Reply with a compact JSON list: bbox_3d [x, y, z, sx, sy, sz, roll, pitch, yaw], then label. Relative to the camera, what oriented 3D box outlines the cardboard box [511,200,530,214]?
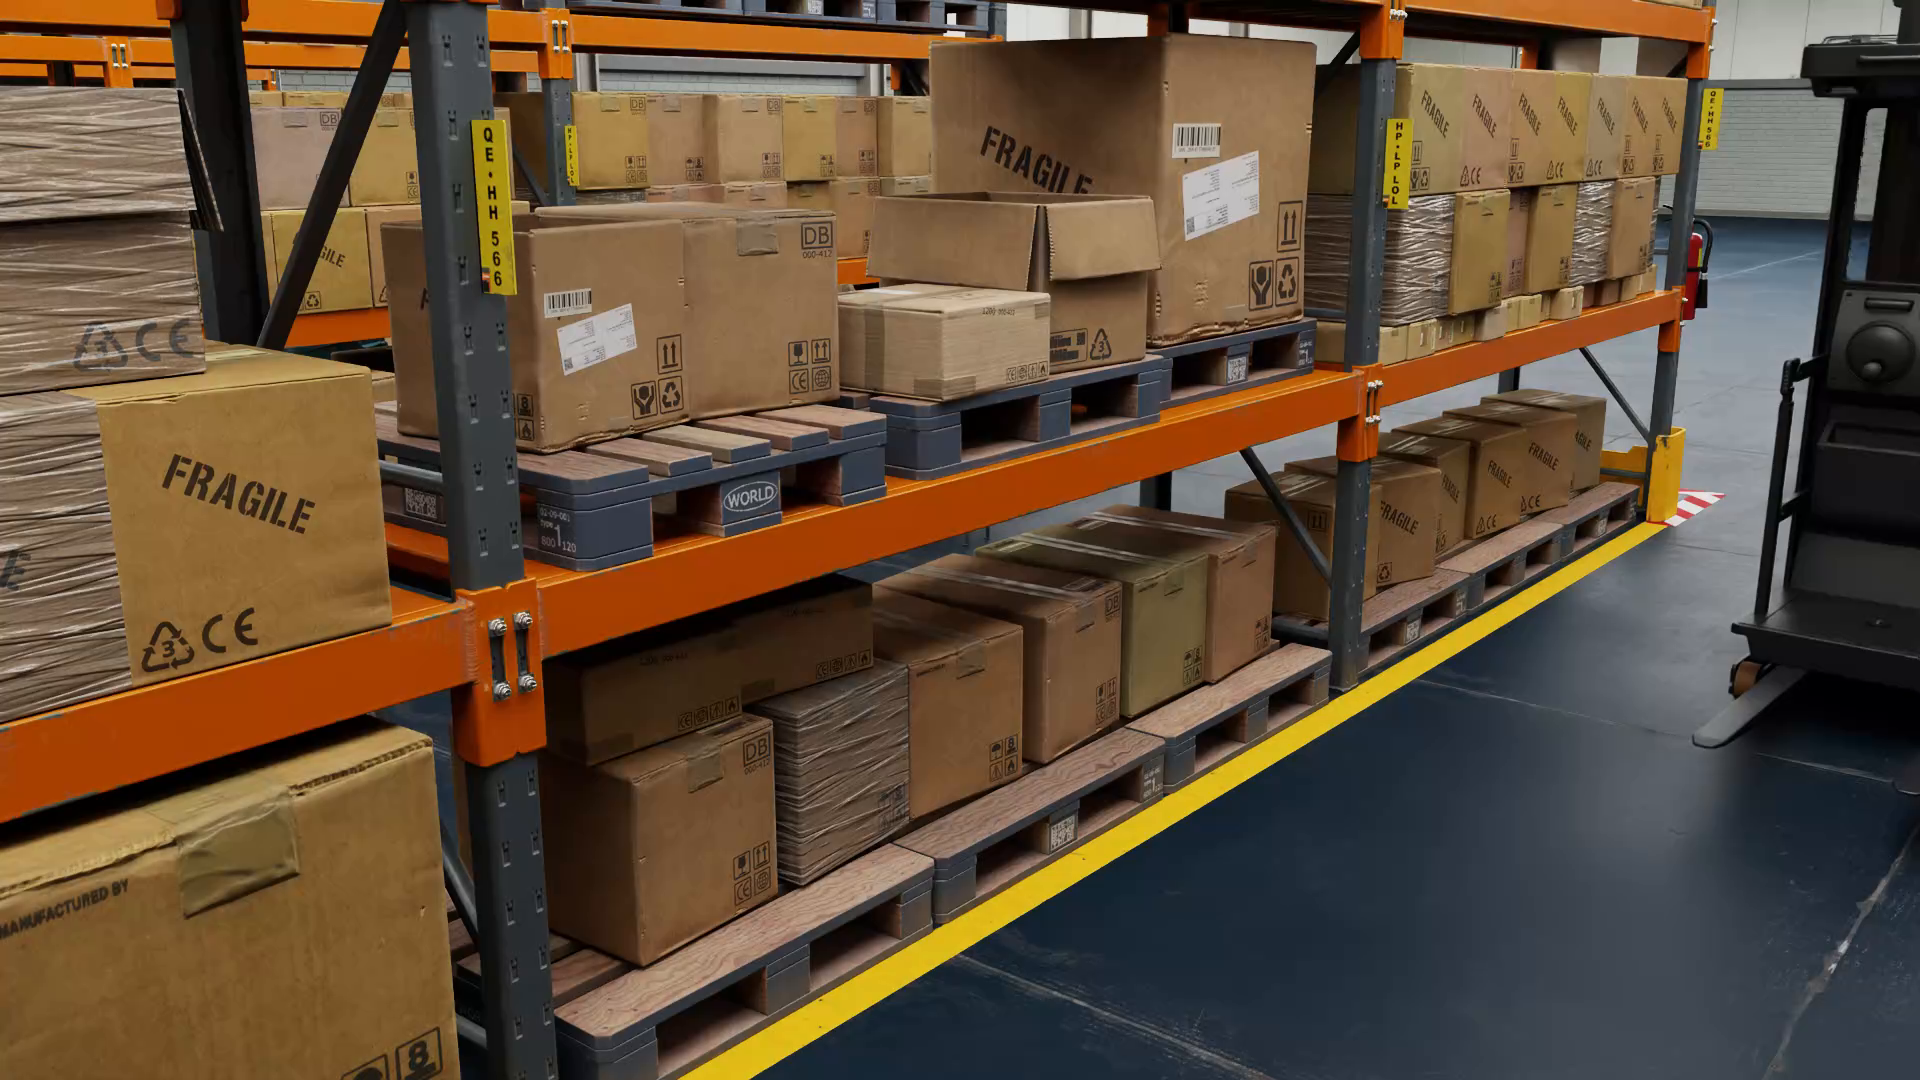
[{"bbox_3d":[-2.721,-1.616,9.189,0.500,0.500,0.500,11,18,37],"label":"cardboard box"}]

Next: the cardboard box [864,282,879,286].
[{"bbox_3d":[-0.462,-1.509,12.431,0.875,0.875,0.875,11,18,38],"label":"cardboard box"}]

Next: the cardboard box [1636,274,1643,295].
[{"bbox_3d":[3.531,-1.432,9.178,0.380,0.149,0.250,11,18,38],"label":"cardboard box"}]

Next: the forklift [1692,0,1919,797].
[{"bbox_3d":[3.690,-0.753,6.136,1.130,2.935,3.031,12,19,39],"label":"forklift"}]

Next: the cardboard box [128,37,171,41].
[{"bbox_3d":[-6.124,-3.810,12.445,0.380,0.149,0.250,11,18,37],"label":"cardboard box"}]

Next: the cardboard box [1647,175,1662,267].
[{"bbox_3d":[3.340,-1.780,9.228,0.875,0.500,0.500,11,18,38],"label":"cardboard box"}]

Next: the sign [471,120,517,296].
[{"bbox_3d":[-0.887,-0.632,3.166,0.100,0.325,0.005,11,18,38],"label":"sign"}]

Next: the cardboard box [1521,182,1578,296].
[{"bbox_3d":[2.448,-1.482,8.058,0.875,0.500,0.500,11,18,38],"label":"cardboard box"}]

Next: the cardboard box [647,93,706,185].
[{"bbox_3d":[-2.087,-2.494,10.349,0.875,0.550,0.550,11,18,38],"label":"cardboard box"}]

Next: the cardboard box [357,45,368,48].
[{"bbox_3d":[-4.938,-4.141,13.749,0.380,0.149,0.250,11,18,37],"label":"cardboard box"}]

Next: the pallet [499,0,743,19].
[{"bbox_3d":[-2.079,-3.275,10.009,1.003,0.211,1.213,11,18,38],"label":"pallet"}]

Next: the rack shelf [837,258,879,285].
[{"bbox_3d":[-1.344,-1.743,11.354,1.077,0.370,4.000,11,18,38],"label":"rack shelf"}]

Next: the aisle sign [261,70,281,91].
[{"bbox_3d":[-7.594,-5.216,18.283,0.394,0.787,0.004,11,18,38],"label":"aisle sign"}]

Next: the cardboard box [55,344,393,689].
[{"bbox_3d":[-1.438,-0.072,3.109,0.500,0.500,0.500,12,19,39],"label":"cardboard box"}]

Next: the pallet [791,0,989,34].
[{"bbox_3d":[-0.545,-3.742,11.849,1.003,0.211,1.213,11,18,38],"label":"pallet"}]

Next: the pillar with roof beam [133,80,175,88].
[{"bbox_3d":[-5.654,-6.237,15.396,9.100,9.000,0.400,11,18,38],"label":"pillar with roof beam"}]

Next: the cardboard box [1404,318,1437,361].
[{"bbox_3d":[1.730,-0.841,6.850,0.380,0.149,0.250,11,18,38],"label":"cardboard box"}]

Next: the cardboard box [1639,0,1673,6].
[{"bbox_3d":[3.290,-2.841,8.428,0.500,0.250,0.500,11,18,38],"label":"cardboard box"}]

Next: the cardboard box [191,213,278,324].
[{"bbox_3d":[-3.673,-1.325,8.043,0.500,0.500,0.500,11,18,37],"label":"cardboard box"}]

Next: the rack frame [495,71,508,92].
[{"bbox_3d":[-4.001,-3.222,15.712,1.000,3.000,0.127,11,18,38],"label":"rack frame"}]

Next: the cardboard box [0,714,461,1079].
[{"bbox_3d":[-1.771,0.799,3.347,1.225,0.875,0.875,10,17,35],"label":"cardboard box"}]

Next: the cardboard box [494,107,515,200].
[{"bbox_3d":[-2.908,-2.146,9.244,0.700,0.500,0.500,11,18,37],"label":"cardboard box"}]

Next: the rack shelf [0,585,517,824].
[{"bbox_3d":[-2.578,0.576,2.225,1.077,0.370,4.000,11,18,38],"label":"rack shelf"}]

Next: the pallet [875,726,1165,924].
[{"bbox_3d":[-0.061,0.814,5.492,1.003,0.211,1.213,11,18,38],"label":"pallet"}]

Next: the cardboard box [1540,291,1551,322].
[{"bbox_3d":[2.617,-1.139,8.025,0.380,0.149,0.250,11,18,38],"label":"cardboard box"}]

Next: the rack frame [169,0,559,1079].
[{"bbox_3d":[-1.321,-0.156,3.644,1.000,3.000,0.127,11,18,38],"label":"rack frame"}]

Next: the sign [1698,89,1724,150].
[{"bbox_3d":[4.127,-2.313,9.141,0.100,0.325,0.005,11,18,38],"label":"sign"}]

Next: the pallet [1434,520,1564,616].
[{"bbox_3d":[2.354,0.061,8.455,1.003,0.211,1.213,11,18,38],"label":"pallet"}]

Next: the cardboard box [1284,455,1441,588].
[{"bbox_3d":[1.830,-0.095,7.629,0.500,0.500,0.500,-9,17,-32],"label":"cardboard box"}]

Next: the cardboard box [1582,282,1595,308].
[{"bbox_3d":[3.056,-1.289,8.615,0.380,0.149,0.250,11,18,38],"label":"cardboard box"}]

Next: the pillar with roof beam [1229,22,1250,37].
[{"bbox_3d":[9.430,-10.833,33.489,9.100,9.000,0.400,11,18,38],"label":"pillar with roof beam"}]

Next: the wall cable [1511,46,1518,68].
[{"bbox_3d":[12.733,-11.503,42.432,3.097,2.526,0.112,11,18,38],"label":"wall cable"}]

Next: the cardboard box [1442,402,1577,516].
[{"bbox_3d":[2.953,-0.443,8.999,0.500,0.500,0.500,-10,17,-35],"label":"cardboard box"}]

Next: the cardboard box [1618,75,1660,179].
[{"bbox_3d":[3.244,-2.125,8.558,0.500,0.500,0.500,11,18,38],"label":"cardboard box"}]

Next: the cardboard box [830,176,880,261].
[{"bbox_3d":[-1.063,-2.273,11.674,0.875,0.550,0.550,11,18,38],"label":"cardboard box"}]

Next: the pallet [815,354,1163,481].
[{"bbox_3d":[-0.108,-0.448,5.185,1.003,0.211,1.213,11,18,38],"label":"pallet"}]

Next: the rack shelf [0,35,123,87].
[{"bbox_3d":[-7.772,-3.178,10.908,1.077,0.370,4.000,11,18,38],"label":"rack shelf"}]

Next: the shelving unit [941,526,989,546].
[{"bbox_3d":[0.009,-0.584,8.986,0.258,1.200,0.189,11,18,38],"label":"shelving unit"}]

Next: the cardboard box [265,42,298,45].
[{"bbox_3d":[-5.485,-4.007,13.220,0.380,0.149,0.250,11,18,36],"label":"cardboard box"}]

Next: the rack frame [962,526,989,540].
[{"bbox_3d":[0.067,-0.602,9.055,0.240,1.200,0.006,11,18,38],"label":"rack frame"}]

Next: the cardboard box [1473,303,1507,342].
[{"bbox_3d":[2.204,-0.984,7.413,0.380,0.149,0.250,11,18,38],"label":"cardboard box"}]

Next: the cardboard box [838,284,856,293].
[{"bbox_3d":[-0.483,-0.655,5.031,0.396,0.266,0.258,11,18,36],"label":"cardboard box"}]

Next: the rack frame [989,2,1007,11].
[{"bbox_3d":[-0.087,-5.383,12.034,1.000,3.000,0.127,11,18,38],"label":"rack frame"}]

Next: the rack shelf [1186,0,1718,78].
[{"bbox_3d":[2.450,-2.410,7.887,1.077,0.370,4.000,11,18,38],"label":"rack shelf"}]

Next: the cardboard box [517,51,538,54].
[{"bbox_3d":[-4.007,-4.442,14.934,0.380,0.149,0.250,11,18,38],"label":"cardboard box"}]

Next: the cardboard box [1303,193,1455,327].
[{"bbox_3d":[1.524,-1.191,6.912,0.875,0.500,0.500,11,18,38],"label":"cardboard box"}]

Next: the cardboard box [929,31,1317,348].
[{"bbox_3d":[0.585,-1.286,6.021,1.000,1.000,1.000,11,18,38],"label":"cardboard box"}]

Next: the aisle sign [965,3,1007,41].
[{"bbox_3d":[0.191,-3.702,12.324,0.394,0.787,0.004,11,18,38],"label":"aisle sign"}]

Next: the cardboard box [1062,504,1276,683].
[{"bbox_3d":[0.791,0.191,6.464,0.700,0.500,0.500,10,17,33],"label":"cardboard box"}]

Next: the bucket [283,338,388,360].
[{"bbox_3d":[-4.309,-1.242,11.480,0.620,0.611,0.726,-19,22,-27],"label":"bucket"}]

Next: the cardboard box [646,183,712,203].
[{"bbox_3d":[-2.050,-1.963,10.453,0.875,0.550,0.550,11,18,38],"label":"cardboard box"}]

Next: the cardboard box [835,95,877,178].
[{"bbox_3d":[-1.082,-2.800,11.555,0.875,0.550,0.550,11,18,38],"label":"cardboard box"}]

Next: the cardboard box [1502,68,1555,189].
[{"bbox_3d":[2.302,-1.838,7.427,0.500,0.500,0.500,11,18,38],"label":"cardboard box"}]

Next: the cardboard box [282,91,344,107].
[{"bbox_3d":[-5.395,-3.370,13.458,0.700,0.500,0.500,11,18,36],"label":"cardboard box"}]

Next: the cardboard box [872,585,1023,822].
[{"bbox_3d":[-0.225,0.493,5.273,0.700,0.500,0.500,13,19,42],"label":"cardboard box"}]
